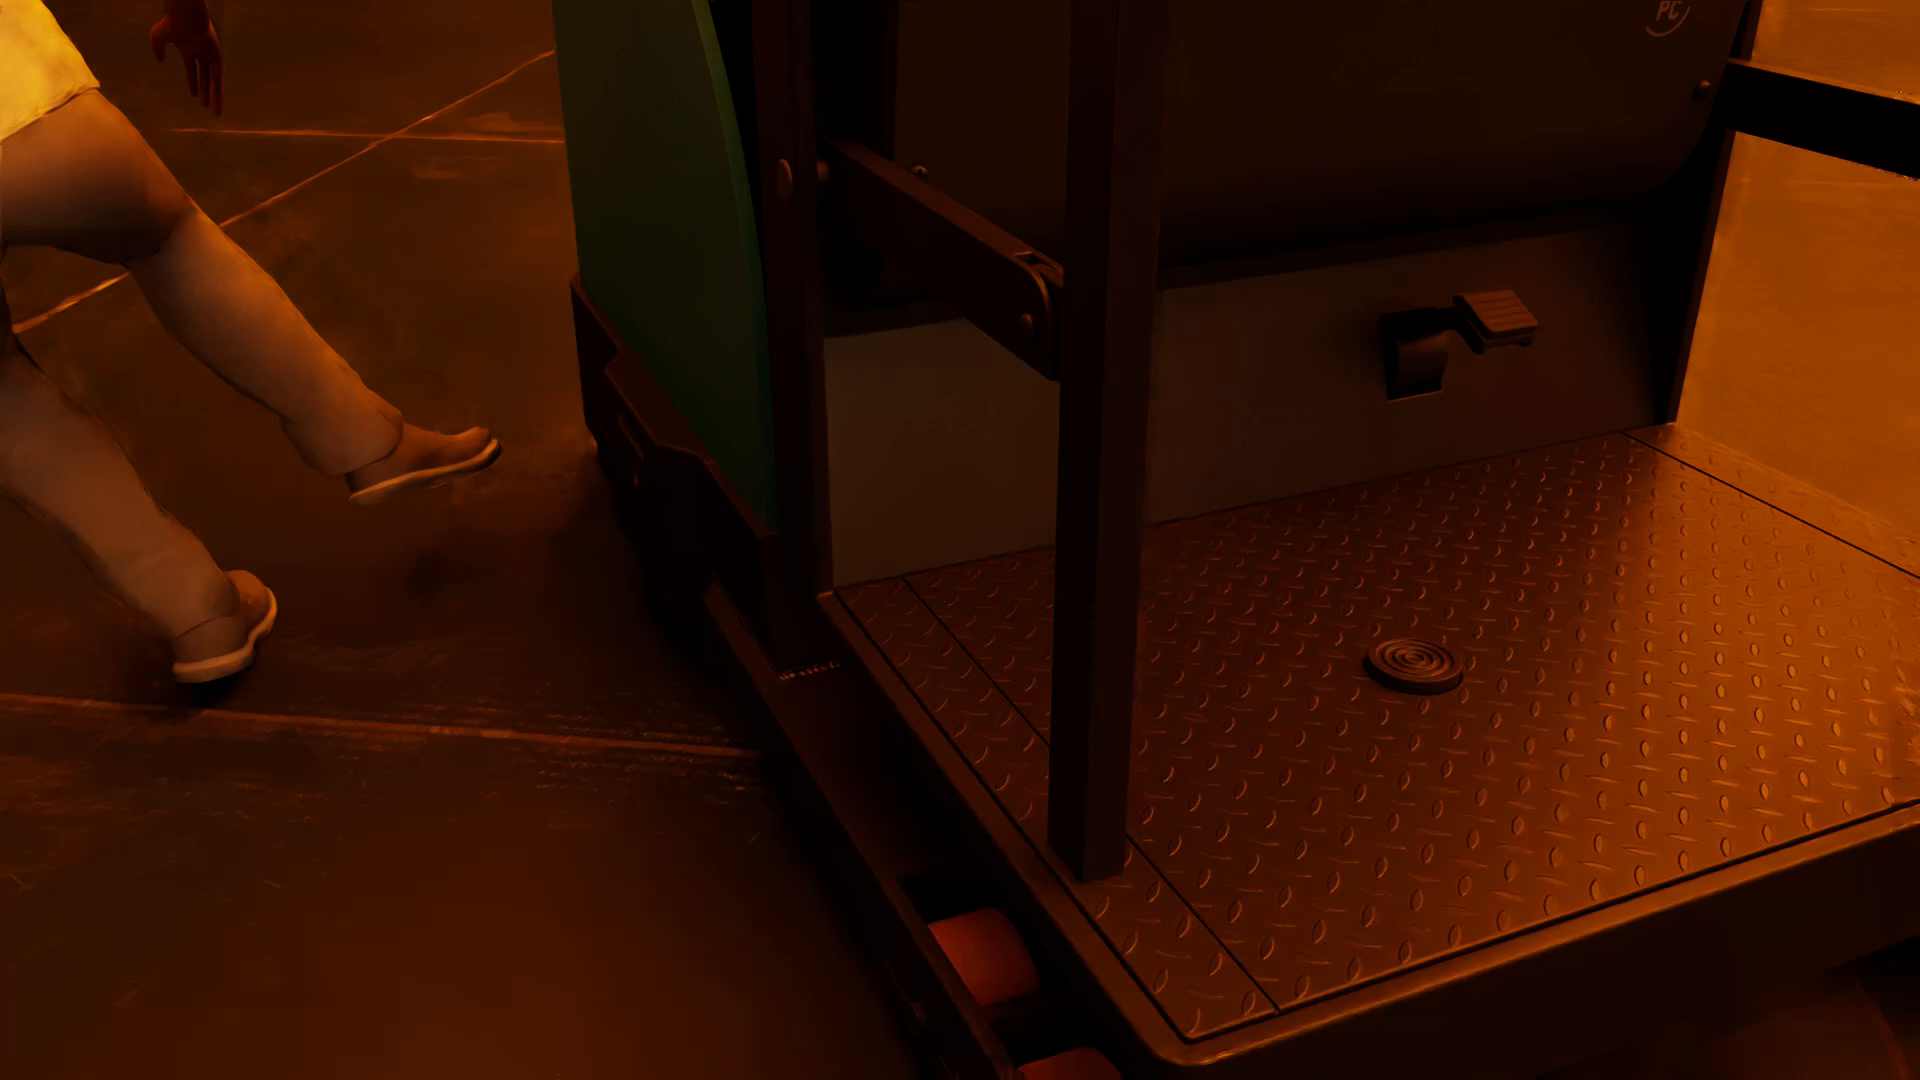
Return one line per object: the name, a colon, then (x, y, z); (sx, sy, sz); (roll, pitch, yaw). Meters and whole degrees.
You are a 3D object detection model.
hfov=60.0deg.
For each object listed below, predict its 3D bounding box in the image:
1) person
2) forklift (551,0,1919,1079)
person: (-1.174, -0.522, 1.985); (1.095, 1.419, 0.898); (-24, 35, -39)
forklift: (0.437, -0.951, 1.123); (1.130, 2.935, 3.031); (-11, 29, -21)
